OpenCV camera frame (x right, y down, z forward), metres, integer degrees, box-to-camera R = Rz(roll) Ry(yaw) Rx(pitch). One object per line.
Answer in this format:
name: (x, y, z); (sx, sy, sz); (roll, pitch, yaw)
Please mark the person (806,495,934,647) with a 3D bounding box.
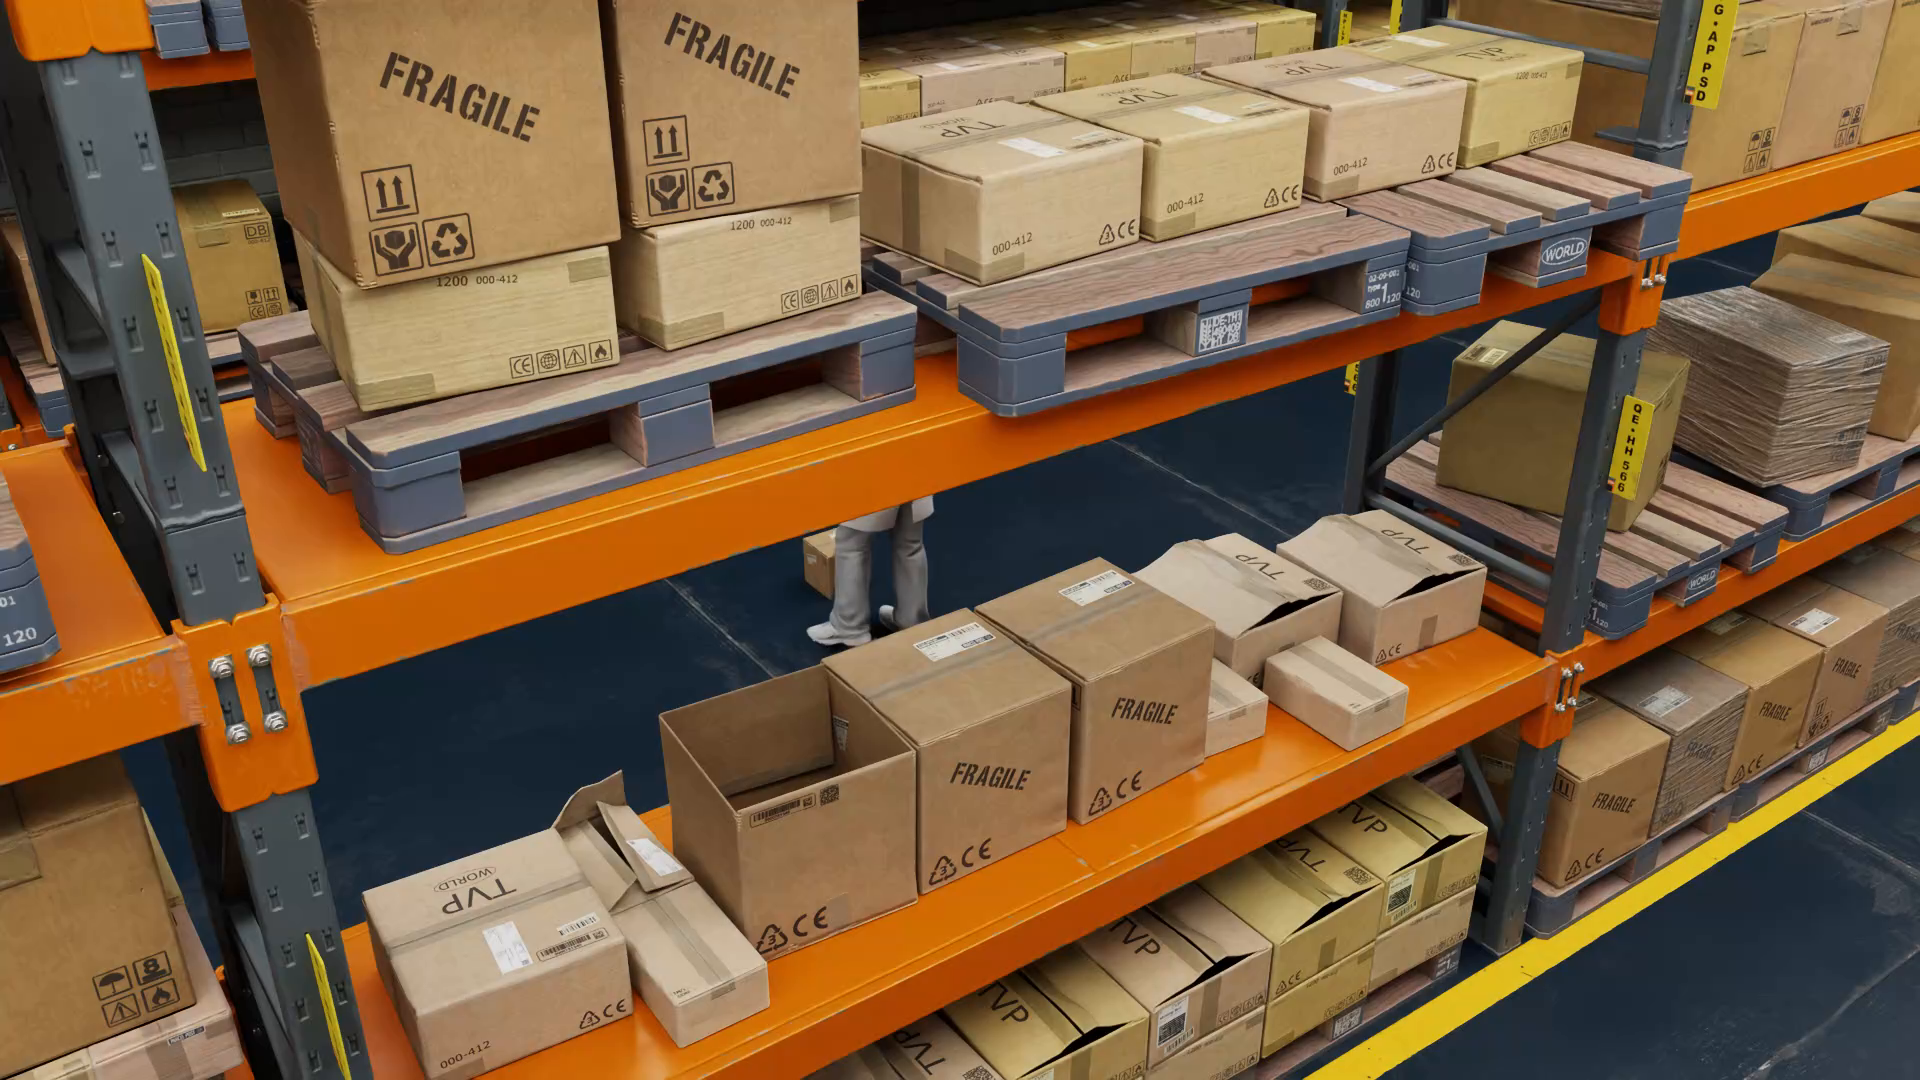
person: (-0.389, -0.320, 7.739); (0.612, 1.816, 0.505); (-22, 35, -34)
